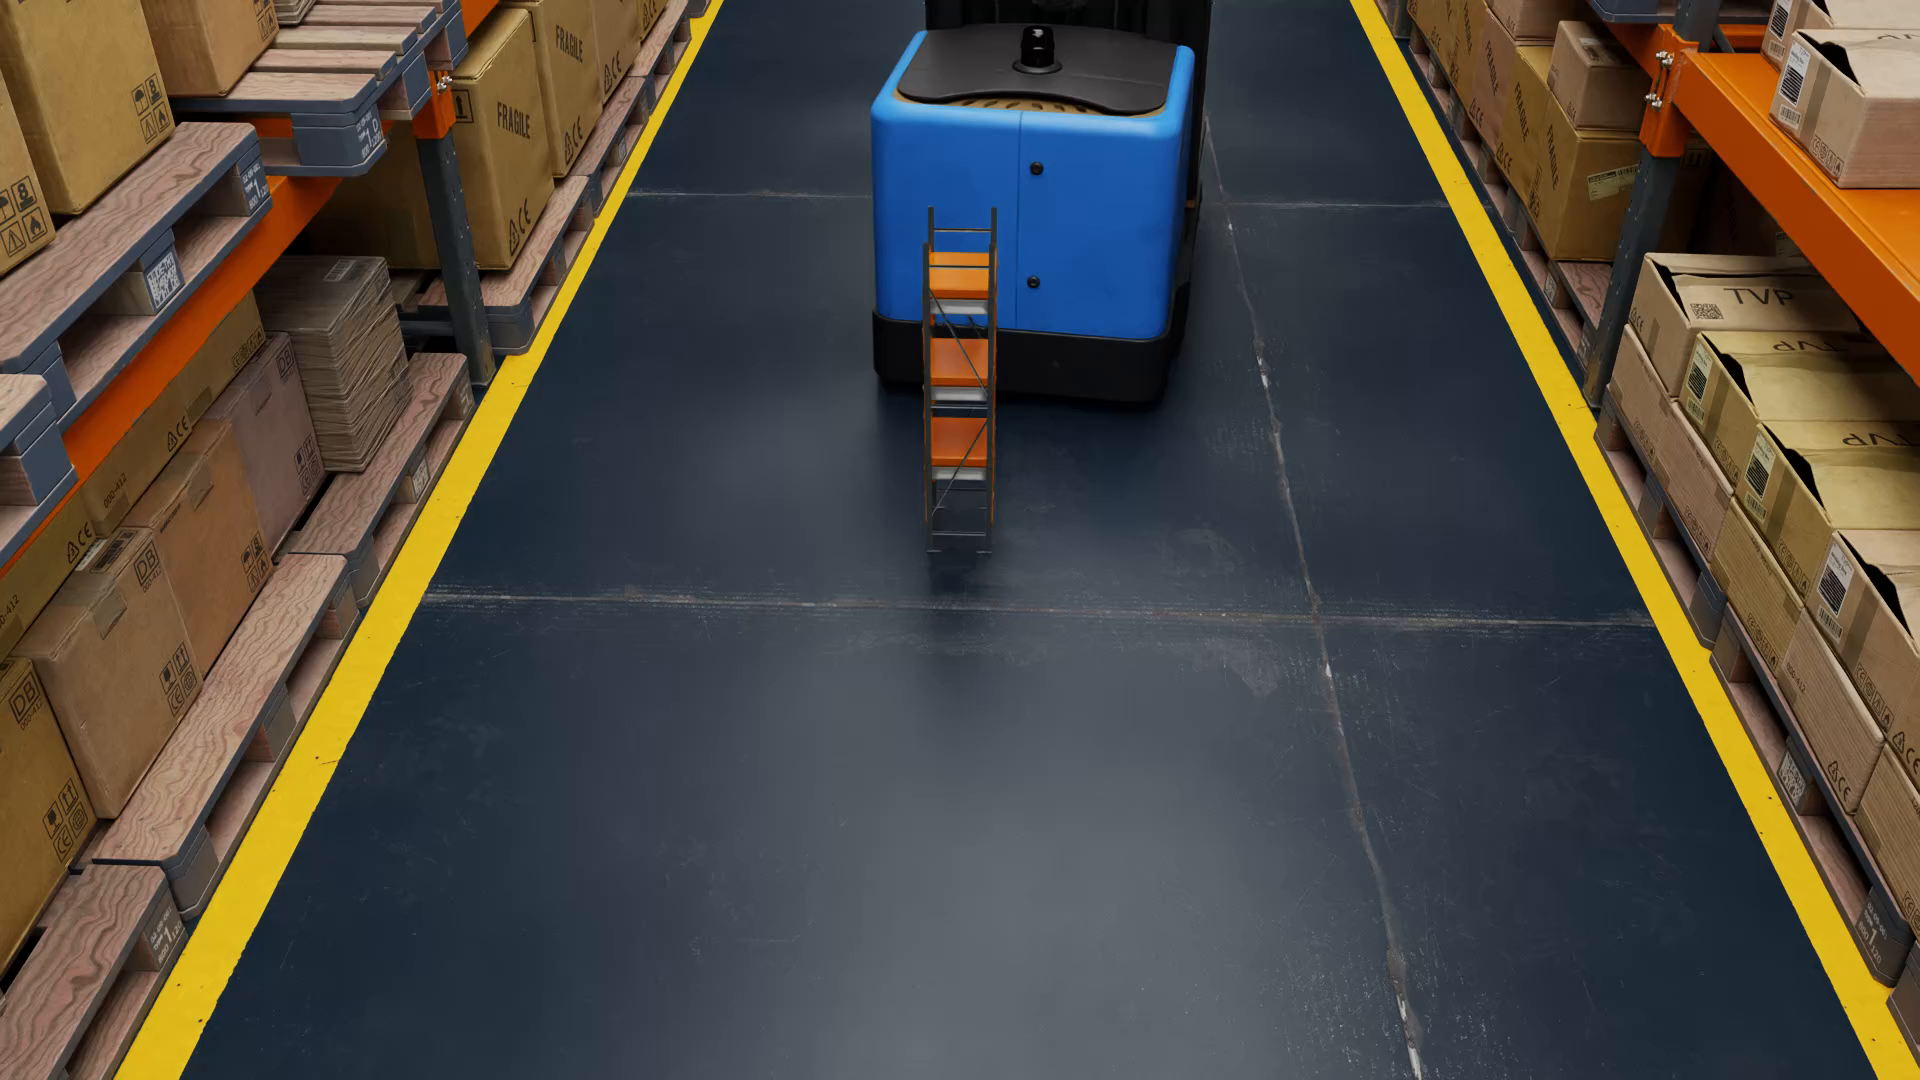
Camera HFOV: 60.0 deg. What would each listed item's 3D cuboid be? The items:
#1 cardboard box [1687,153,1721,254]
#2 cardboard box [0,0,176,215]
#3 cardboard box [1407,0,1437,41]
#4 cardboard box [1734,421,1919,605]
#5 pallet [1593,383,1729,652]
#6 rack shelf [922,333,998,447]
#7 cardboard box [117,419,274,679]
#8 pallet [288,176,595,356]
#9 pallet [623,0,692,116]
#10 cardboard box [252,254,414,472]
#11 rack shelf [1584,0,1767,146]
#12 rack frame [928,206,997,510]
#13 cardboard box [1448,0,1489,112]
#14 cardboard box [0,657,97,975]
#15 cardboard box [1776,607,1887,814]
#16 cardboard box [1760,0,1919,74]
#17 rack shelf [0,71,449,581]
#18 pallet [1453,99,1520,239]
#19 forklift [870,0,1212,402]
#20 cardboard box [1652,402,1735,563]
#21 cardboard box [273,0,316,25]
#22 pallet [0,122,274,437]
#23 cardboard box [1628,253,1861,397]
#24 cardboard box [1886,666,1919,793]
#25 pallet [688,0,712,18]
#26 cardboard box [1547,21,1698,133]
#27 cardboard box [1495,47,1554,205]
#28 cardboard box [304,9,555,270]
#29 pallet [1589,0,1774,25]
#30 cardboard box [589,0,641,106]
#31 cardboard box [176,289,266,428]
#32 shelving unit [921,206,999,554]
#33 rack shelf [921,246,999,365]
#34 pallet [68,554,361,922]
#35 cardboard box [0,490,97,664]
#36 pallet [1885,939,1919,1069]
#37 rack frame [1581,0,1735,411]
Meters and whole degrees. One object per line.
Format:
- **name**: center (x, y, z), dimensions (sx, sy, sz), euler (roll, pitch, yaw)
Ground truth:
- **cardboard box**: center (3.059, -1.424, 6.459), dimensions (0.500, 0.500, 0.500), euler (0, 35, 0)
- **cardboard box**: center (-2.247, -1.057, 3.676), dimensions (0.700, 0.500, 0.500), euler (1, 35, 2)
- **cardboard box**: center (2.638, -2.894, 8.550), dimensions (0.500, 0.500, 0.500), euler (0, 35, 0)
- **cardboard box**: center (2.390, -0.098, 4.319), dimensions (0.500, 0.311, 0.500), euler (0, 35, 1)
- **pallet**: center (2.668, -0.098, 5.206), dimensions (1.003, 0.211, 1.213), euler (1, 35, 2)
- **rack shelf**: center (0.002, -0.452, 4.998), dimensions (0.215, 0.259, 0.240), euler (1, 35, 2)
- **cardboard box**: center (-2.315, 0.014, 4.413), dimensions (0.700, 0.500, 0.500), euler (1, 35, 2)
- **pallet**: center (-2.103, -1.133, 6.679), dimensions (1.003, 0.211, 1.213), euler (1, 35, 2)
- **pallet**: center (-2.005, -2.535, 8.674), dimensions (1.003, 0.211, 1.213), euler (1, 35, 2)
- **cardboard box**: center (-2.187, -0.565, 5.237), dimensions (0.700, 0.500, 0.500), euler (2, 35, 3)
- **rack shelf**: center (2.820, -2.565, 6.917), dimensions (1.077, 0.370, 4.000), euler (1, 35, 2)
- **rack frame**: center (0.007, -0.530, 5.092), dimensions (0.200, 1.050, 0.008), euler (1, 35, 2)
- **cardboard box**: center (2.600, -2.300, 7.706), dimensions (0.500, 0.500, 0.500), euler (2, 35, 2)
- **cardboard box**: center (-2.387, 0.597, 3.584), dimensions (0.700, 0.500, 0.500), euler (1, 35, 1)
- **cardboard box**: center (2.370, 0.419, 4.071), dimensions (0.500, 0.250, 0.500), euler (2, 35, 3)
- **cardboard box**: center (2.682, -1.466, 4.805), dimensions (0.500, 0.311, 0.500), euler (3, 35, 5)
- **rack shelf**: center (-2.290, -0.380, 3.807), dimensions (1.077, 0.370, 4.000), euler (1, 35, 2)
- **pallet**: center (2.860, -1.697, 7.481), dimensions (1.003, 0.211, 1.213), euler (1, 35, 2)
- **forklift**: center (0.454, -2.521, 6.287), dimensions (1.130, 2.935, 3.031), euler (6, 36, 8)
- **cardboard box**: center (2.406, -0.175, 4.916), dimensions (0.500, 0.250, 0.500), euler (0, 35, 1)
- **cardboard box**: center (-2.219, -1.774, 4.695), dimensions (0.700, 0.500, 0.500), euler (-3, 35, -4)
- **pallet**: center (-2.248, -0.606, 3.671), dimensions (1.003, 0.211, 1.213), euler (1, 35, 2)
- **cardboard box**: center (2.426, -0.693, 5.166), dimensions (0.500, 0.311, 0.500), euler (2, 35, 3)
- **cardboard box**: center (2.346, 0.486, 3.488), dimensions (0.500, 0.311, 0.500), euler (1, 35, 2)
- **pallet**: center (-1.940, -3.415, 9.926), dimensions (1.003, 0.211, 1.213), euler (1, 35, 2)
- **cardboard box**: center (2.541, -1.750, 6.271), dimensions (0.500, 0.250, 0.500), euler (3, 35, 4)
- **cardboard box**: center (2.564, -1.708, 6.863), dimensions (0.500, 0.500, 0.500), euler (0, 35, 0)
- **cardboard box**: center (-2.049, -1.535, 6.329), dimensions (0.750, 0.750, 0.750), euler (1, 35, 1)
- **pallet**: center (2.697, -2.023, 5.687), dimensions (1.213, 0.211, 1.003), euler (1, 35, 2)
- **cardboard box**: center (-1.978, -2.526, 7.740), dimensions (0.750, 0.750, 0.750), euler (2, 35, 3)
- **cardboard box**: center (-2.272, -0.546, 4.558), dimensions (0.500, 0.250, 0.500), euler (2, 35, 3)
- **shelving unit**: center (0.002, -0.460, 4.992), dimensions (0.215, 1.050, 0.252), euler (1, 35, 2)
- **rack shelf**: center (0.002, -0.684, 4.835), dimensions (0.215, 0.259, 0.240), euler (1, 35, 2)
- **pallet**: center (-2.294, 0.466, 4.403), dimensions (1.003, 0.211, 1.213), euler (1, 35, 2)
- **cardboard box**: center (-2.326, 0.036, 3.730), dimensions (0.500, 0.250, 0.500), euler (0, 35, 1)
- **pallet**: center (2.570, 1.304, 3.211), dimensions (1.003, 0.211, 1.213), euler (1, 35, 2)
- **rack frame**: center (2.740, -1.711, 5.075), dimensions (1.000, 3.000, 0.127), euler (1, 35, 2)
